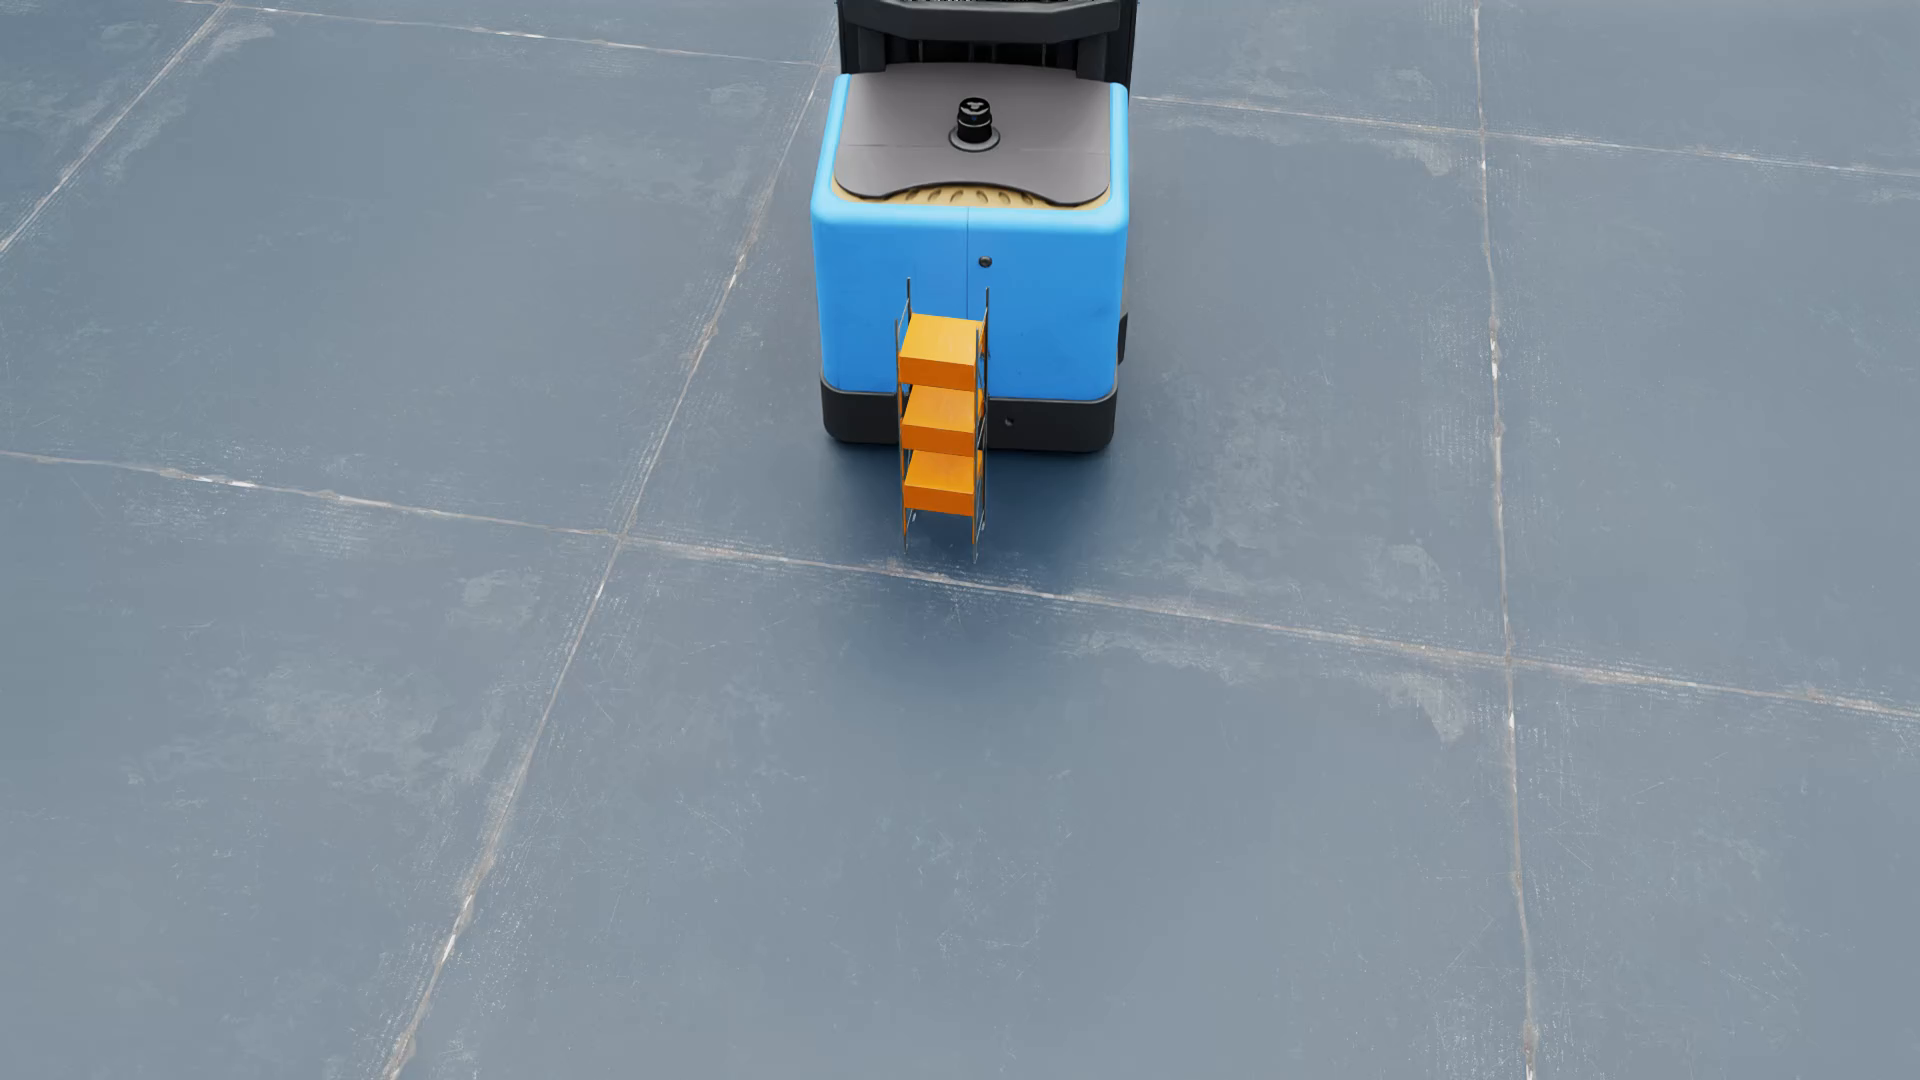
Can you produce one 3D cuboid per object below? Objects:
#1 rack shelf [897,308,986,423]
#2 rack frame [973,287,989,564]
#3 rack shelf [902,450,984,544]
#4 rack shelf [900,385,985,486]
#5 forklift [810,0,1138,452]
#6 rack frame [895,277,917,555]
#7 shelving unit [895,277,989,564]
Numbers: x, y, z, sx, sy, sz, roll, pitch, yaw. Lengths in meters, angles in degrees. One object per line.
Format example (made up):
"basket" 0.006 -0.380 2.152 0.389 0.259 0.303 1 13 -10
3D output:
"rack shelf" -0.053 -0.541 5.163 0.240 0.259 0.215 8 49 7
"rack frame" 0.067 -0.342 5.351 0.008 1.050 0.200 8 49 7
"rack shelf" -0.053 -0.165 5.580 0.240 0.259 0.215 8 49 7
"rack shelf" -0.053 -0.351 5.374 0.240 0.259 0.215 8 49 7
"forklift" 0.113 -2.388 5.926 1.130 2.935 3.031 3 48 2
"rack frame" -0.173 -0.374 5.380 0.008 1.050 0.200 8 49 7
"shelving unit" -0.053 -0.358 5.366 0.252 1.050 0.215 8 49 7
